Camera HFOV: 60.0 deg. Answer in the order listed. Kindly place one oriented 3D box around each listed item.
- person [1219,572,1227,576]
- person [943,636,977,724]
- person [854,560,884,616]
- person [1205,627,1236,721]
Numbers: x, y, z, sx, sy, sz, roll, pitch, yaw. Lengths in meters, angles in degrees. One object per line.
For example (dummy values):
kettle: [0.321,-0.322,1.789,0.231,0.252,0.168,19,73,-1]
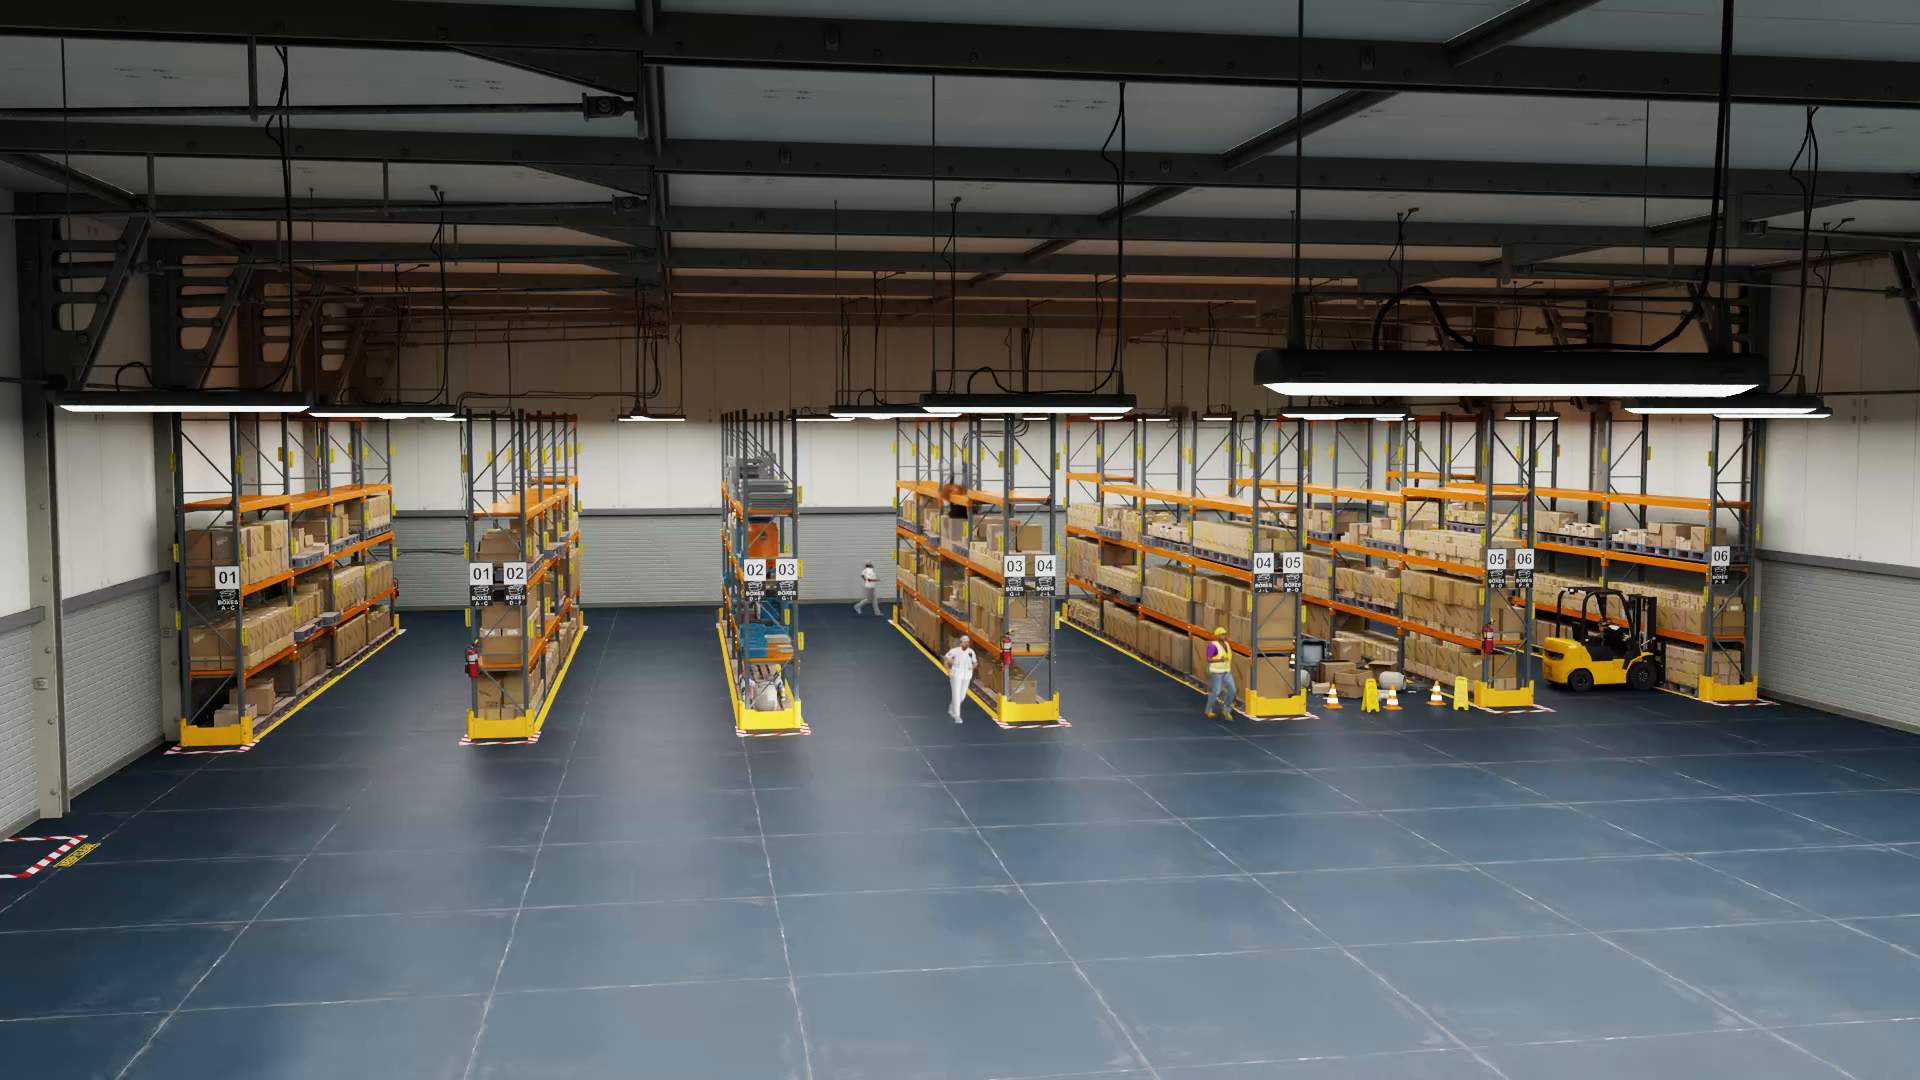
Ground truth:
person: [8.222,1.320,50.769,0.833,1.821,0.702,1,4,8]
person: [0.034,2.650,31.987,0.640,1.617,0.948,-1,4,-20]
person: [-2.706,1.421,49.457,0.920,1.699,0.582,0,4,-4]
person: [5.048,2.606,32.197,0.693,1.831,0.675,-3,5,-34]
